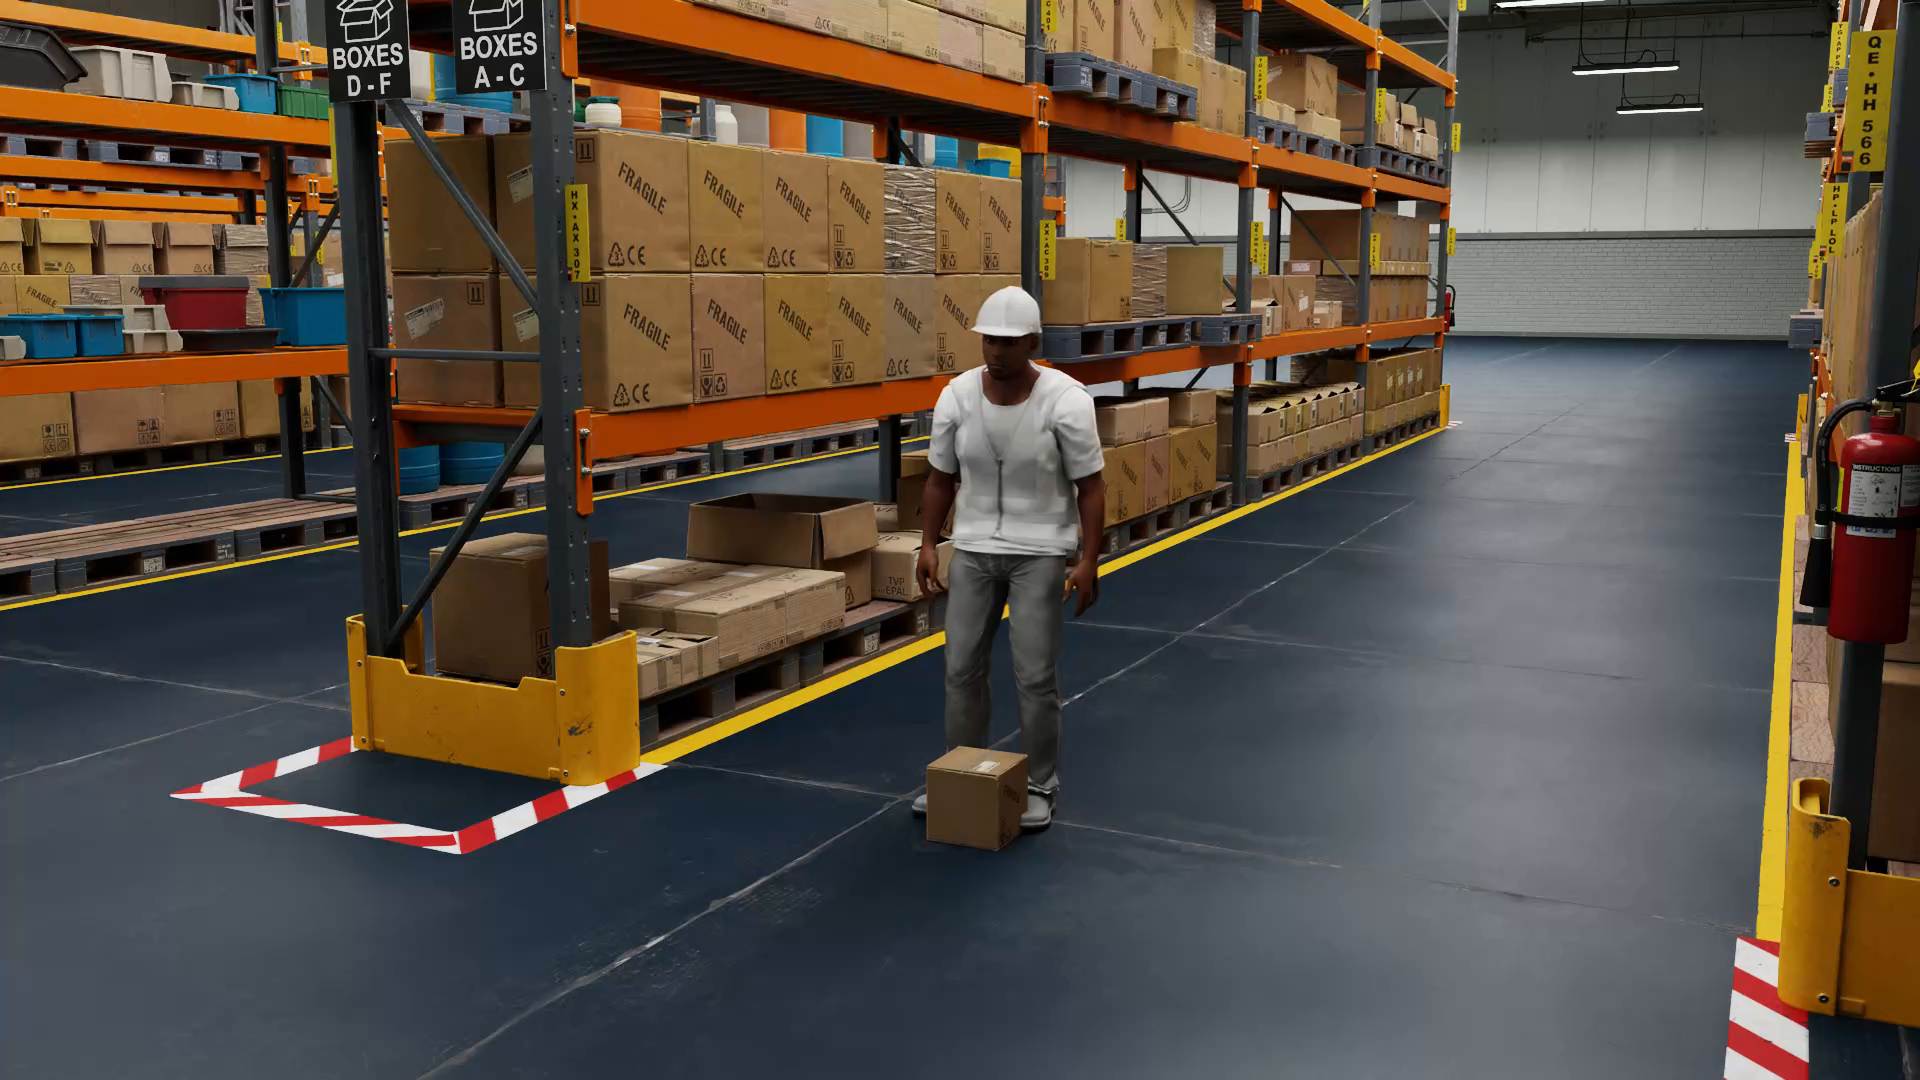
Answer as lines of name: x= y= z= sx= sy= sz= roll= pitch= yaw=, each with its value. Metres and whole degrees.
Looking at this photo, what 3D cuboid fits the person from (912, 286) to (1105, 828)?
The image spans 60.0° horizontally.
person: x=0.155 y=0.056 z=5.456 sx=0.633 sy=1.759 sz=0.462 roll=4 pitch=10 yaw=22
